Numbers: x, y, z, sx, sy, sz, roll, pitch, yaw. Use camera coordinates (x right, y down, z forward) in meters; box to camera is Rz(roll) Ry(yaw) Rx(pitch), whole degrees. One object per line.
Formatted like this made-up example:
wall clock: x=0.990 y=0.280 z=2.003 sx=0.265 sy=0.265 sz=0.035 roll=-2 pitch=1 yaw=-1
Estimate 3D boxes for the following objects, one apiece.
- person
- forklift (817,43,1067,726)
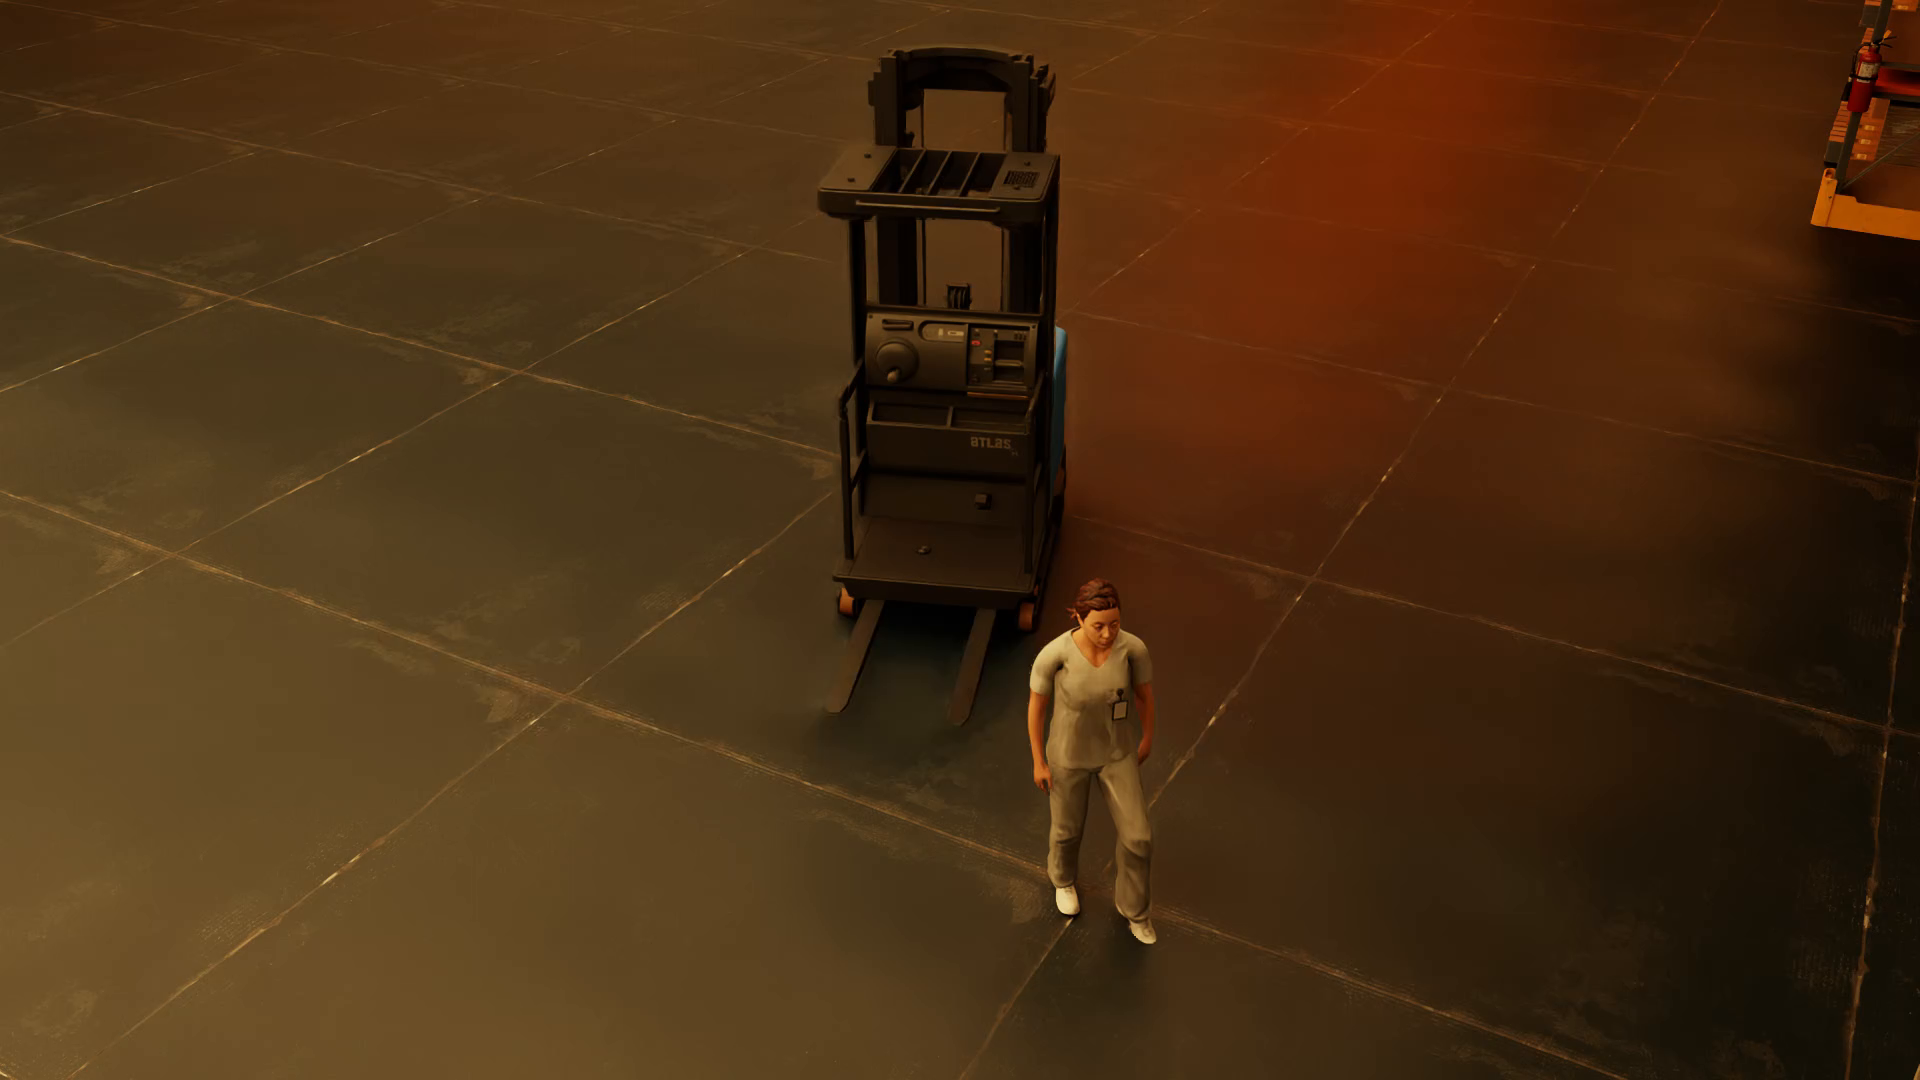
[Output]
person: x=0.550 y=0.919 z=6.818 sx=0.545 sy=1.710 sz=0.530 roll=-4 pitch=30 yaw=-7
forklift: x=-0.079 y=-0.958 z=8.730 sx=1.130 sy=2.935 sz=3.031 roll=5 pitch=30 yaw=8
